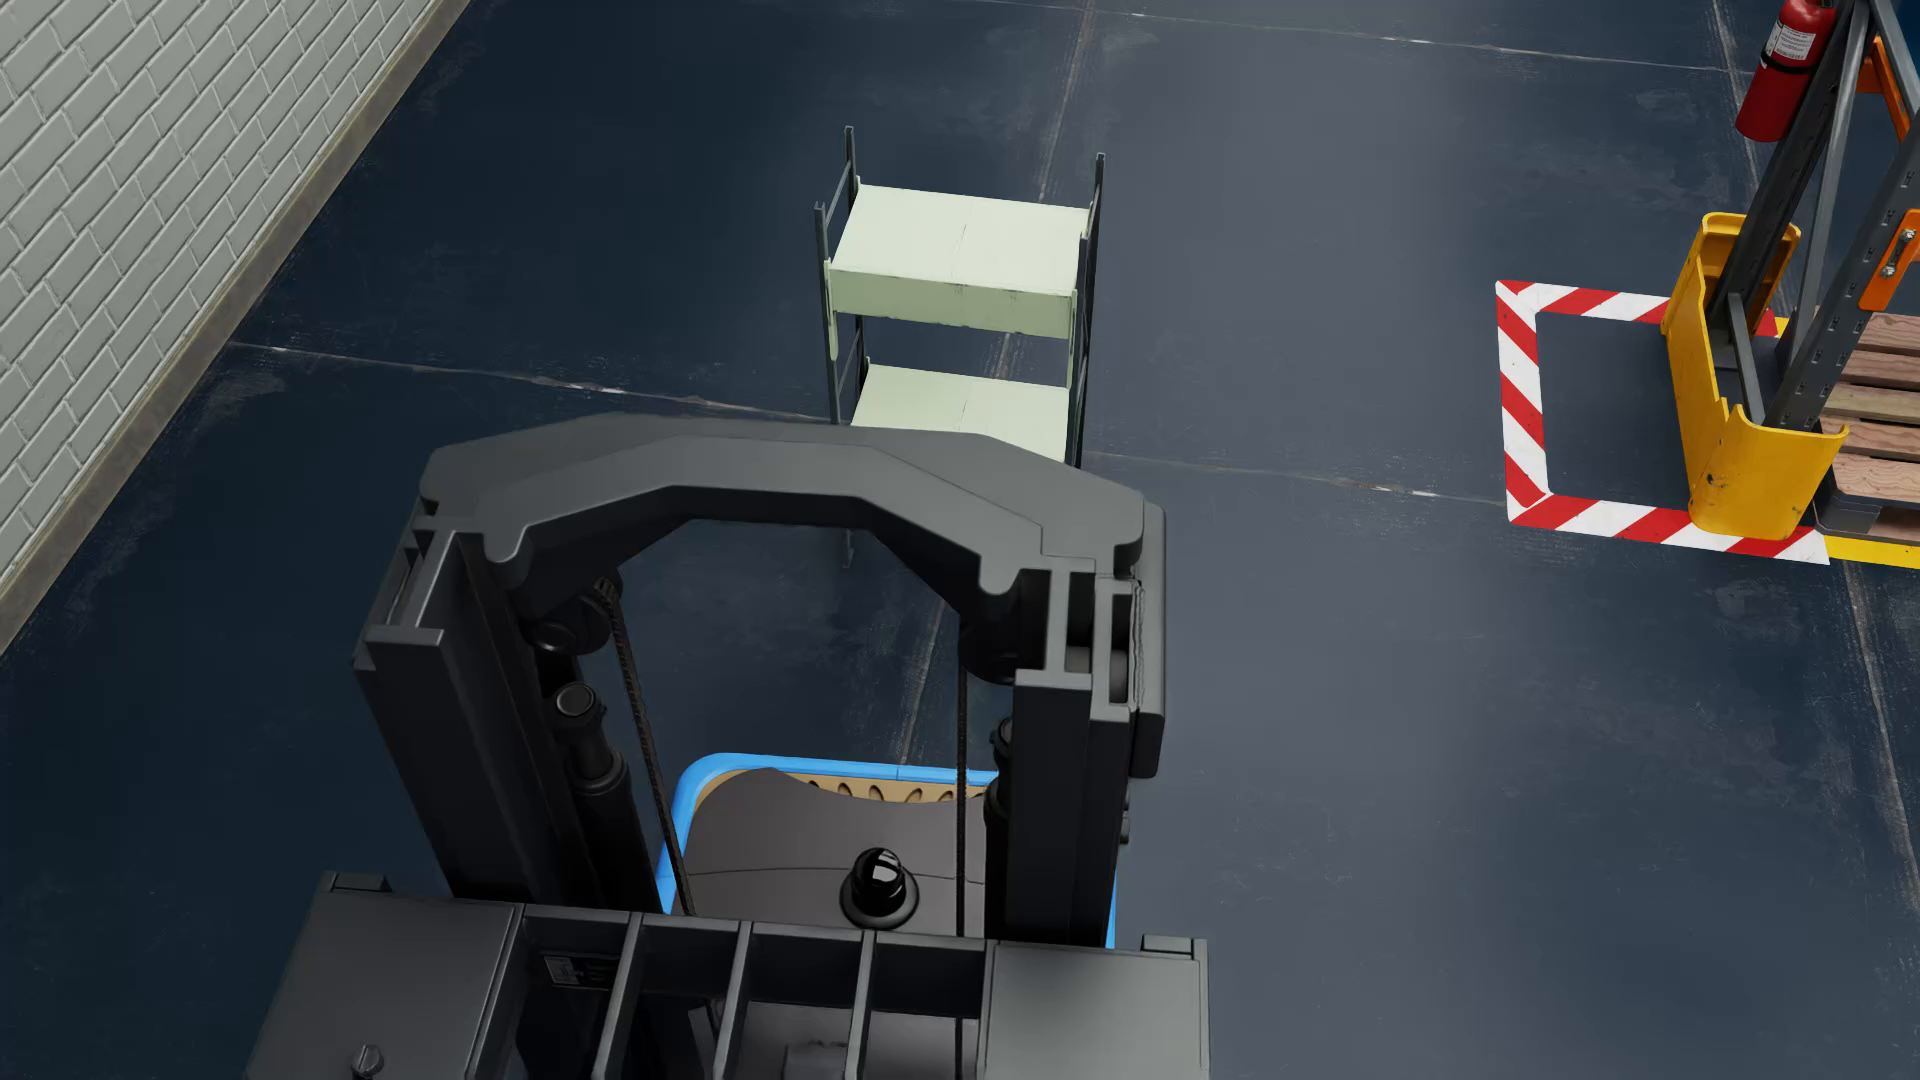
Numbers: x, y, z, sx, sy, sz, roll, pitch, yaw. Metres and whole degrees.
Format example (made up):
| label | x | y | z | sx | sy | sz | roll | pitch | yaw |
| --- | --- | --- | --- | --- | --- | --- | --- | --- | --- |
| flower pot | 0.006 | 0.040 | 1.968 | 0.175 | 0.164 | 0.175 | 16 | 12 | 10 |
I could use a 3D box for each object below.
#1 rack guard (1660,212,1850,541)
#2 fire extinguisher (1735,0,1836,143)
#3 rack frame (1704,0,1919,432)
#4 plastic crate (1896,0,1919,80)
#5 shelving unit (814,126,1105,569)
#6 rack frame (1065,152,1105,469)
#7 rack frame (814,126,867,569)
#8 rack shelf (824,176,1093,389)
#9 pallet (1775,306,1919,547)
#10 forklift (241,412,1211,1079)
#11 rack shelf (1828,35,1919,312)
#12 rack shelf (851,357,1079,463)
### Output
| label | x | y | z | sx | sy | sz | roll | pitch | yaw |
| --- | --- | --- | --- | --- | --- | --- | --- | --- | --- |
| rack guard | 2.817 | -0.606 | 5.958 | 0.348 | 0.500 | 1.175 | 8 | 49 | 7 |
| fire extinguisher | 2.775 | -1.650 | 5.518 | 0.183 | 0.674 | 0.296 | 8 | 49 | 7 |
| rack frame | 2.843 | -1.448 | 5.034 | 0.127 | 3.000 | 1.000 | 8 | 49 | 7 |
| plastic crate | 3.206 | -1.572 | 5.082 | 0.499 | 0.435 | 0.616 | 8 | 49 | 7 |
| shelving unit | 0.007 | -0.500 | 5.191 | 0.755 | 1.500 | 0.431 | 8 | 49 | 7 |
| rack frame | 0.367 | -0.452 | 5.148 | 0.023 | 1.500 | 0.400 | 8 | 49 | 7 |
| rack frame | -0.354 | -0.549 | 5.235 | 0.023 | 1.500 | 0.400 | 8 | 49 | 7 |
| rack shelf | 0.007 | -0.761 | 4.901 | 0.720 | 0.370 | 0.431 | 8 | 49 | 7 |
| pallet | 3.648 | -0.378 | 5.948 | 1.213 | 0.211 | 1.003 | 8 | 49 | 7 |
| forklift | -0.269 | 1.353 | 2.564 | 1.130 | 2.935 | 3.031 | 4 | 48 | 3 |
| rack shelf | 4.811 | -0.943 | 5.064 | 4.000 | 0.370 | 1.077 | 8 | 49 | 7 |
| rack shelf | 0.007 | -0.282 | 5.434 | 0.720 | 0.370 | 0.431 | 8 | 49 | 7 |
